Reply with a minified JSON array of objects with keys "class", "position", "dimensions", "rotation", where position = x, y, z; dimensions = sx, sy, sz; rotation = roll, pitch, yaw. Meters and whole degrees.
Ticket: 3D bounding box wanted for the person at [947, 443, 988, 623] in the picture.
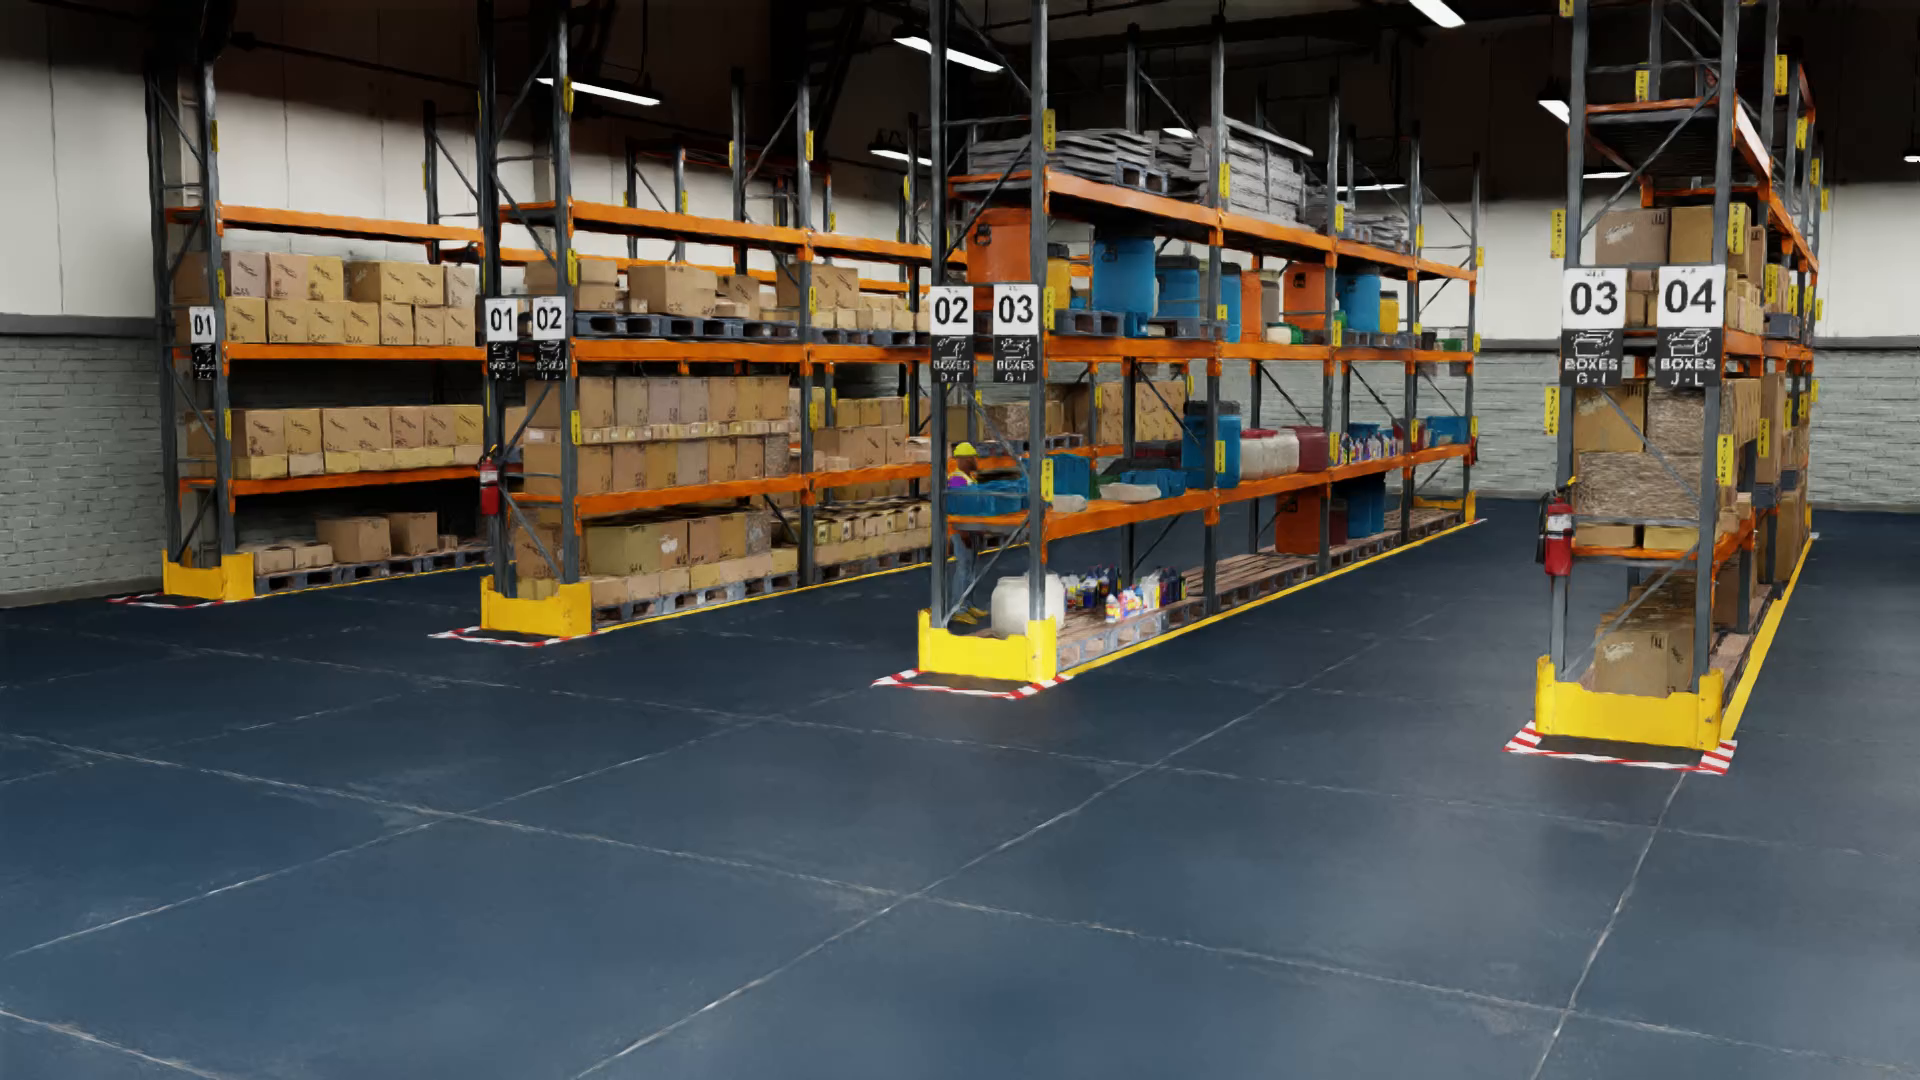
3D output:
[{"class":"person","position":[0.077,-0.079,16.749],"dimensions":[0.412,1.804,0.615],"rotation":[1,6,10]}]
